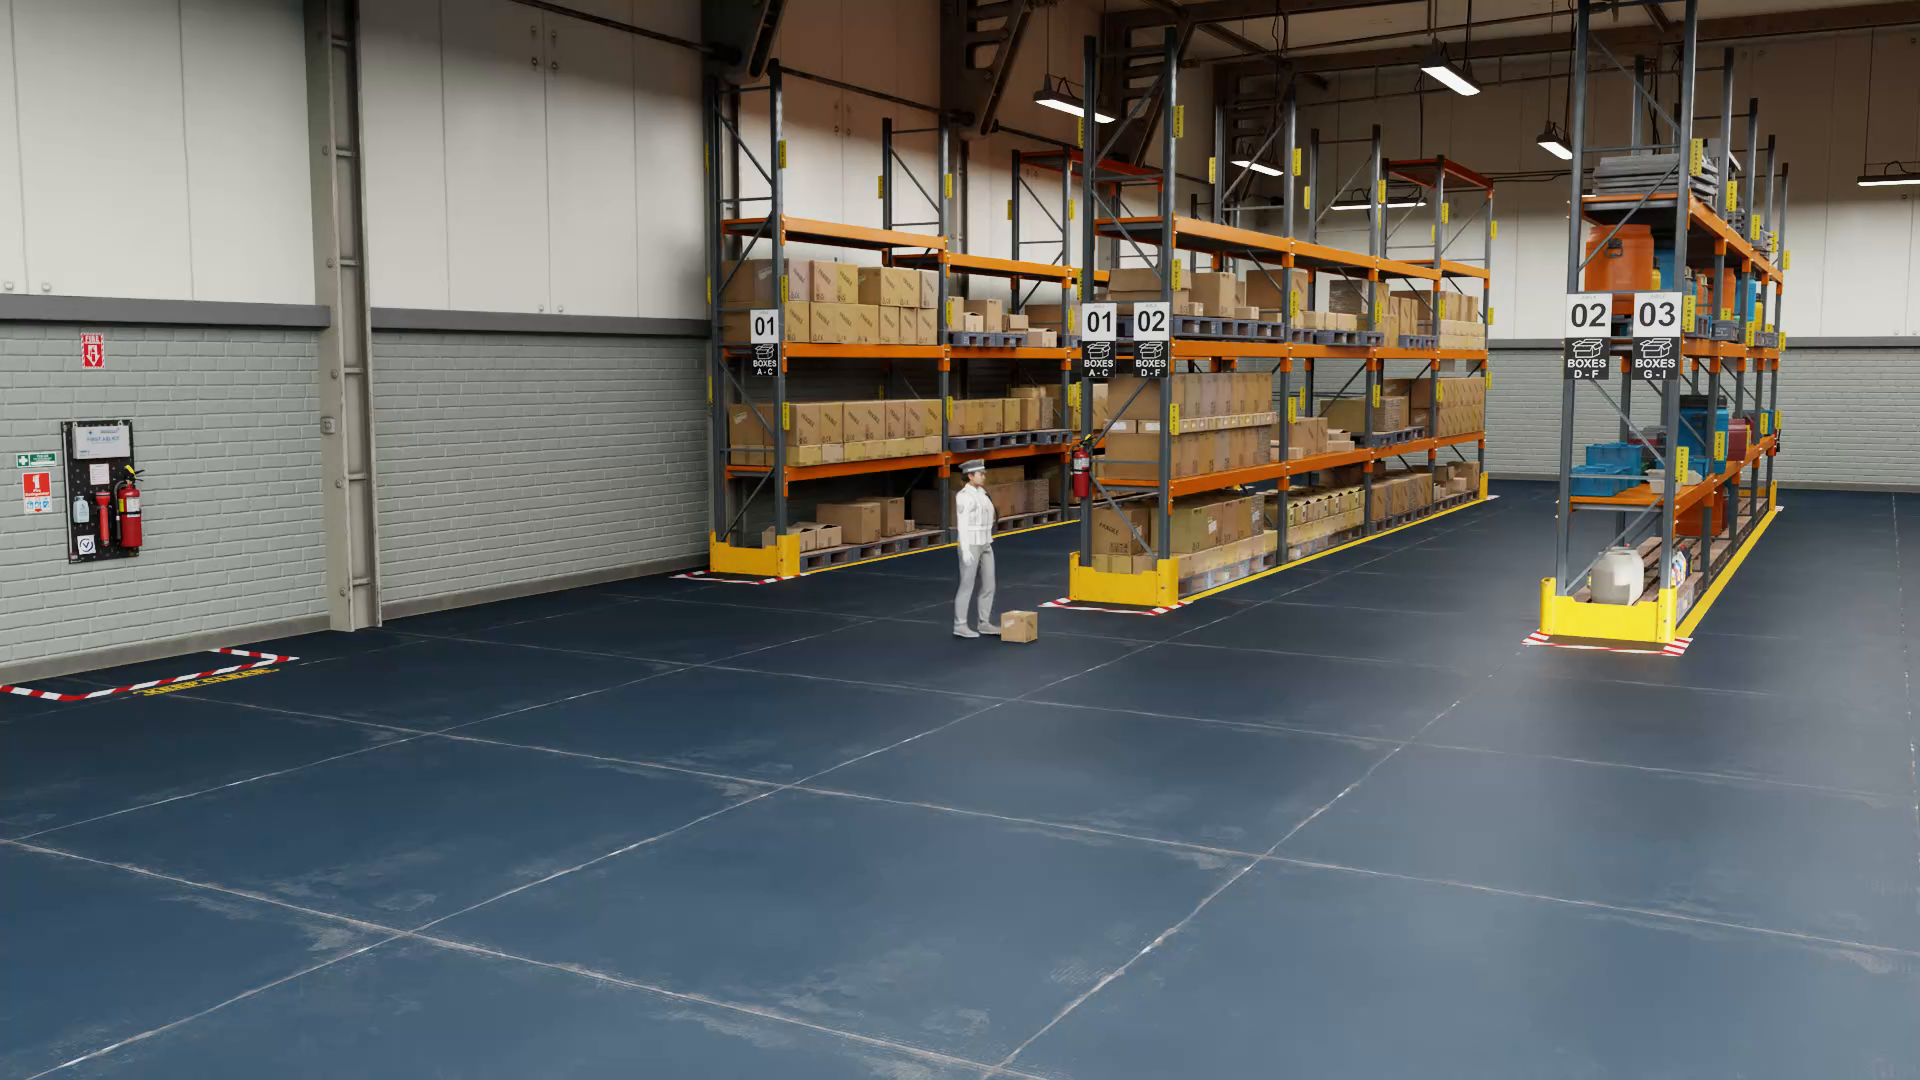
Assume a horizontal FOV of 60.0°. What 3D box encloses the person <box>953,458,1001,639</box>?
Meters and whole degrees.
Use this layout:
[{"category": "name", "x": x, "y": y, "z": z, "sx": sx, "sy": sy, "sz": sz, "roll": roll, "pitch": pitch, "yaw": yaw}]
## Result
[{"category": "person", "x": 0.181, "y": 0.072, "z": 15.617, "sx": 0.422, "sy": 1.681, "sz": 0.482, "roll": 3, "pitch": 7, "yaw": 29}]
